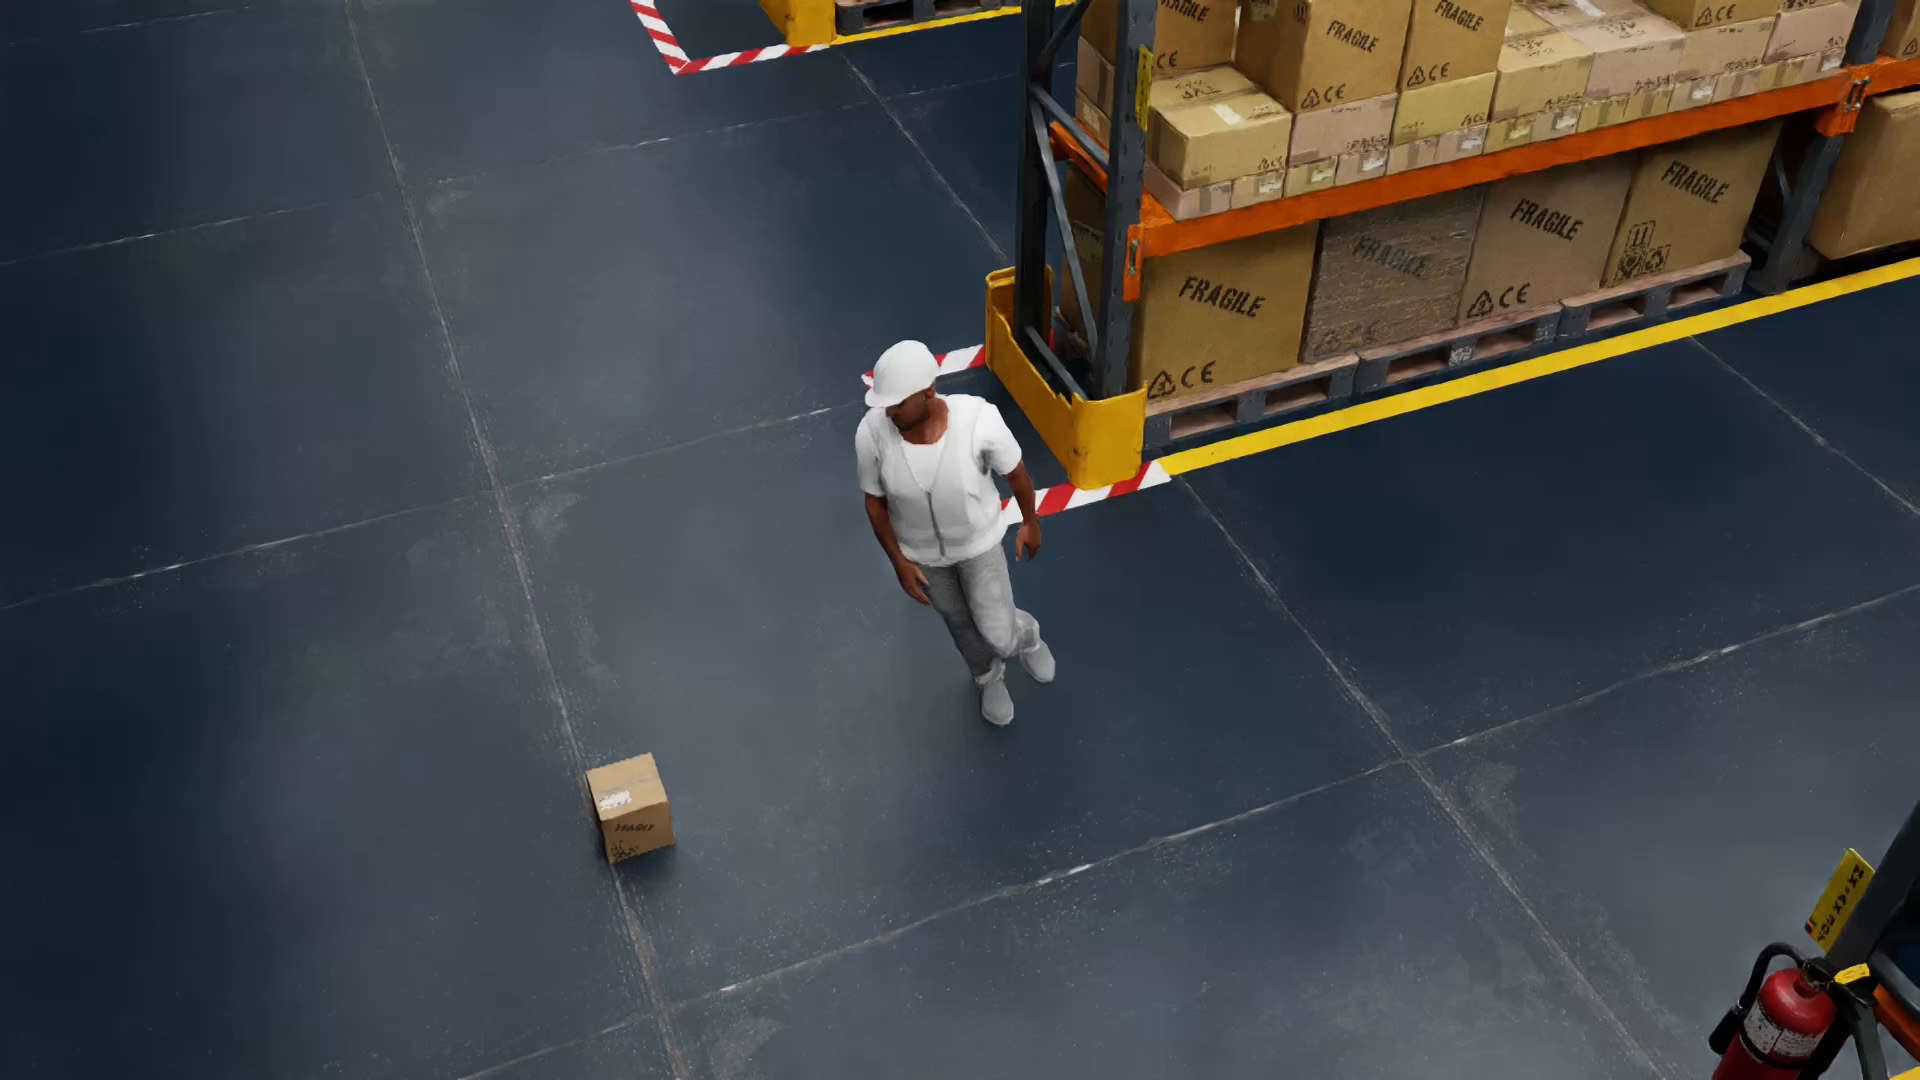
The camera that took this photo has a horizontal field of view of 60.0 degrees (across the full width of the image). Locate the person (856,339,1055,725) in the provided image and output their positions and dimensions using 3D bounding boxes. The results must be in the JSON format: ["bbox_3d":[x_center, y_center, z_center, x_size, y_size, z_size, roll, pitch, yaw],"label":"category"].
[{"bbox_3d":[0.004,0.011,6.131,0.751,1.734,0.485,2,42,2],"label":"person"}]
